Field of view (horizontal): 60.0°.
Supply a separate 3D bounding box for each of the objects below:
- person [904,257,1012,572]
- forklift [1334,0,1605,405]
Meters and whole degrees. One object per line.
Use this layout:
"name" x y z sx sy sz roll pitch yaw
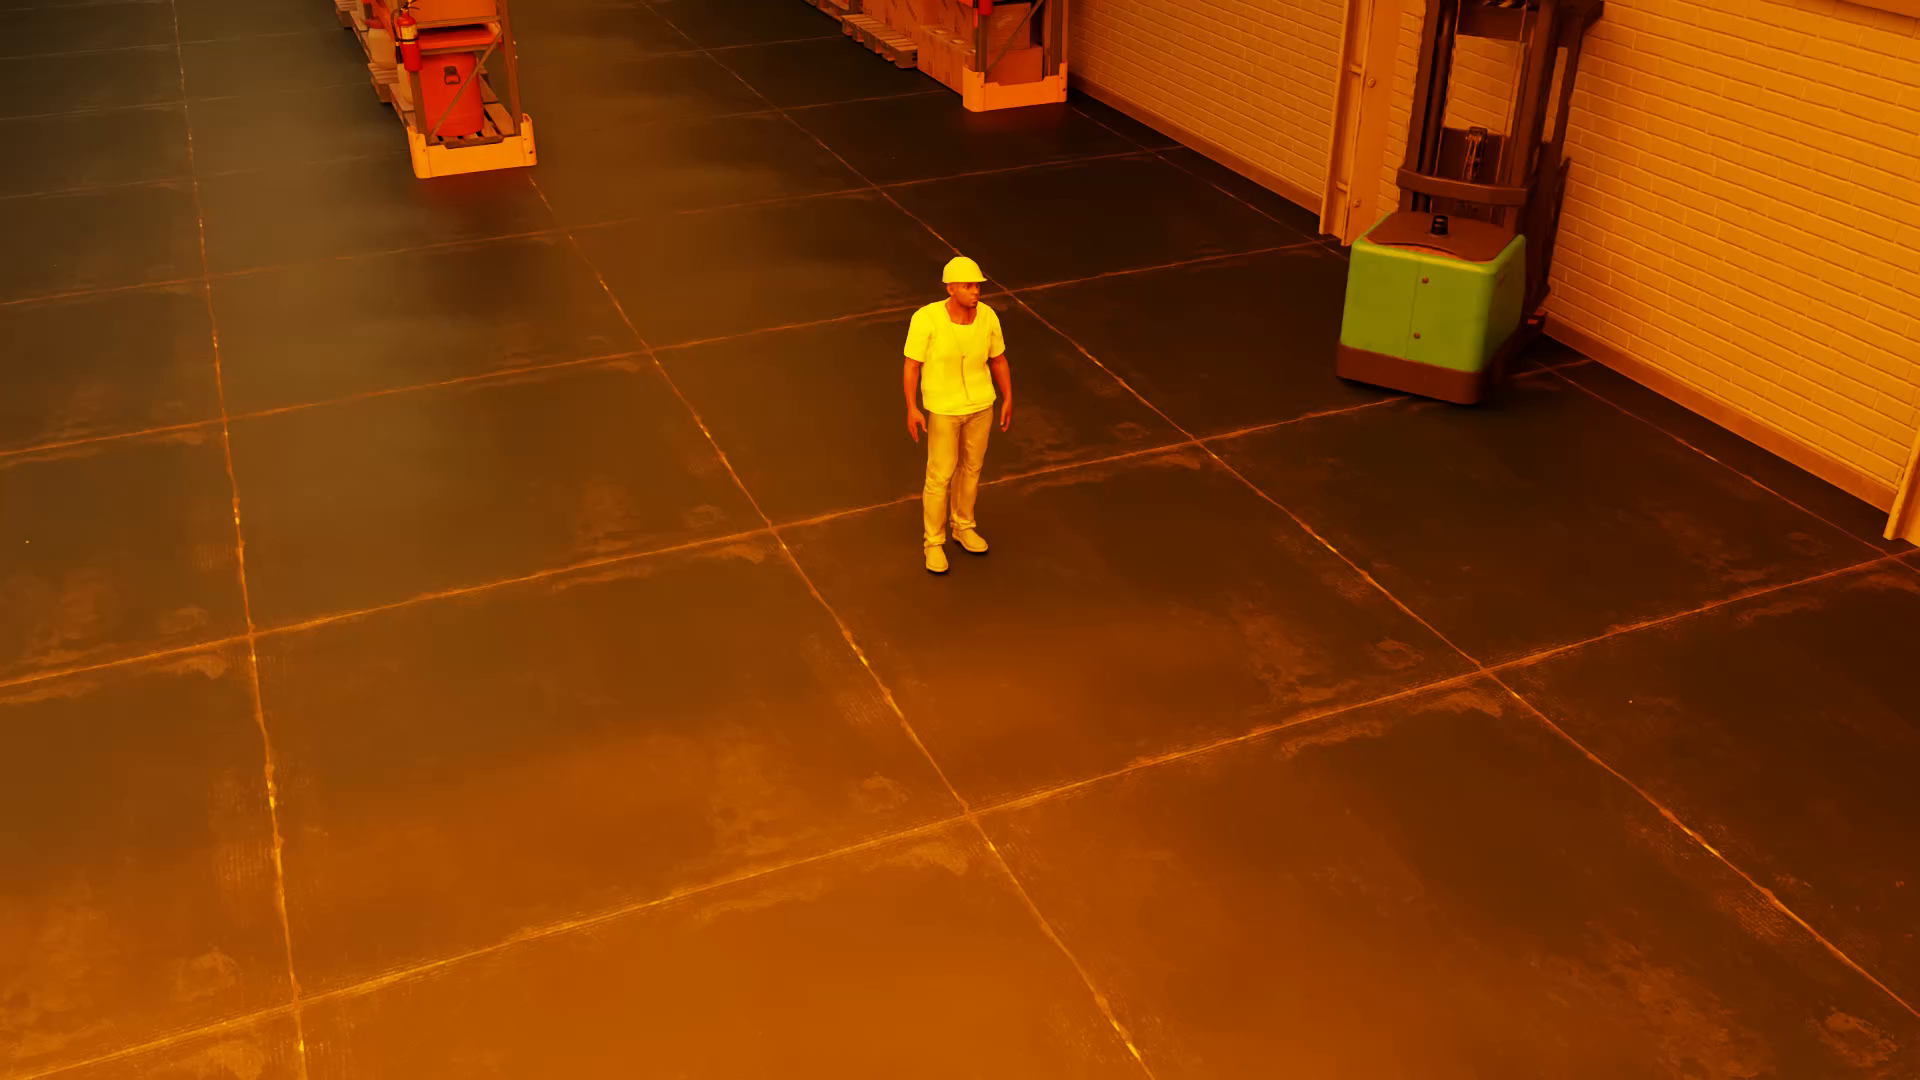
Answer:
"person" 0.022 -0.740 9.573 0.665 1.765 0.577 -12 32 -20
"forklift" 3.910 -2.909 12.207 1.130 2.935 3.031 17 34 27
